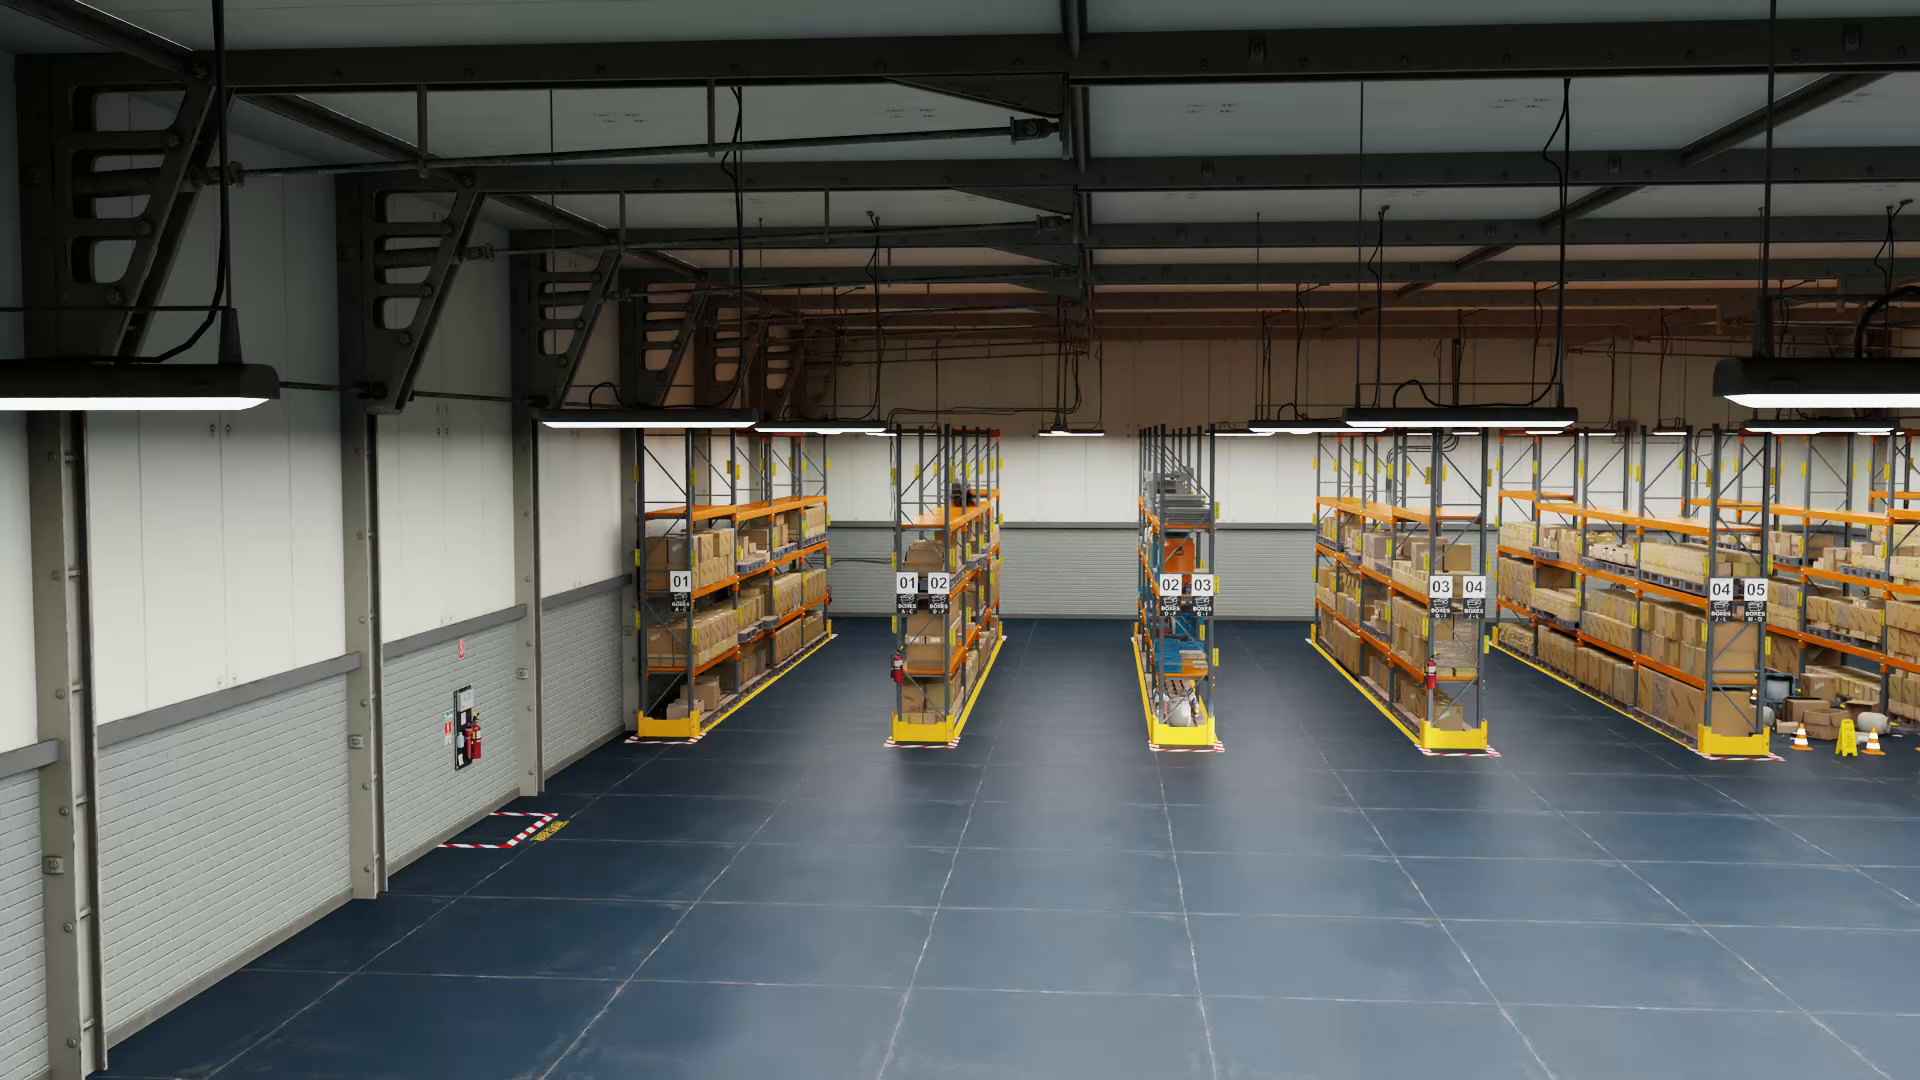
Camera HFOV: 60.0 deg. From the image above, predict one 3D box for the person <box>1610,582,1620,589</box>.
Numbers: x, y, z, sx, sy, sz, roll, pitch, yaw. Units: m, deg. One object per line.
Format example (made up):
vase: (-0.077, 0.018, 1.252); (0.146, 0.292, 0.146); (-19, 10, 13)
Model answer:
person: (18.631, 1.991, 47.329); (0.930, 1.684, 0.630); (0, 3, 4)

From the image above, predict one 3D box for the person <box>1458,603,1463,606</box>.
person: (13.712, 2.077, 46.770); (0.789, 1.580, 0.649); (-2, 4, -33)
